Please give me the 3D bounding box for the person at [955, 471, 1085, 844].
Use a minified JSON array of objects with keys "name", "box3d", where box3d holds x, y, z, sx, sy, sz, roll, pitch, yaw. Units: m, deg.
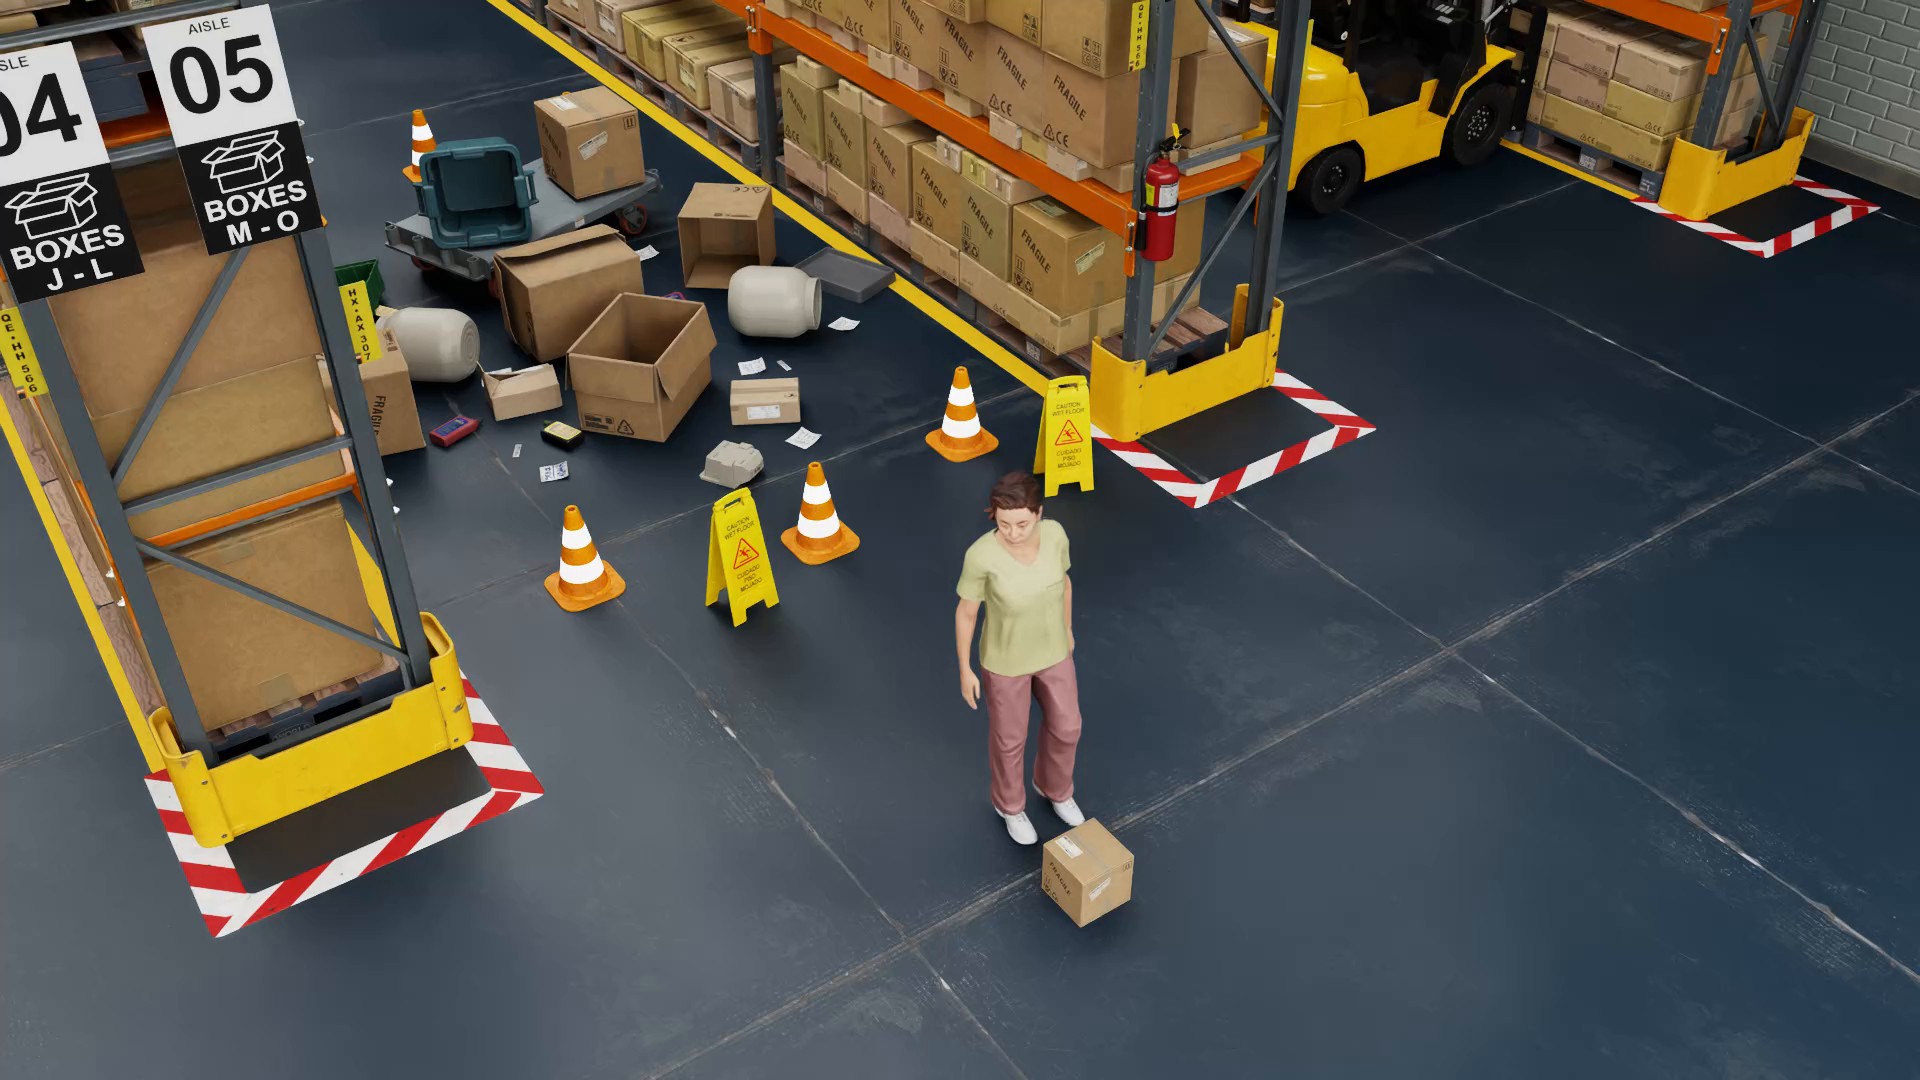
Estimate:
[{"name":"person","box3d":[0.230,0.476,6.371,0.519,1.725,0.404,-15,39,-19]}]
